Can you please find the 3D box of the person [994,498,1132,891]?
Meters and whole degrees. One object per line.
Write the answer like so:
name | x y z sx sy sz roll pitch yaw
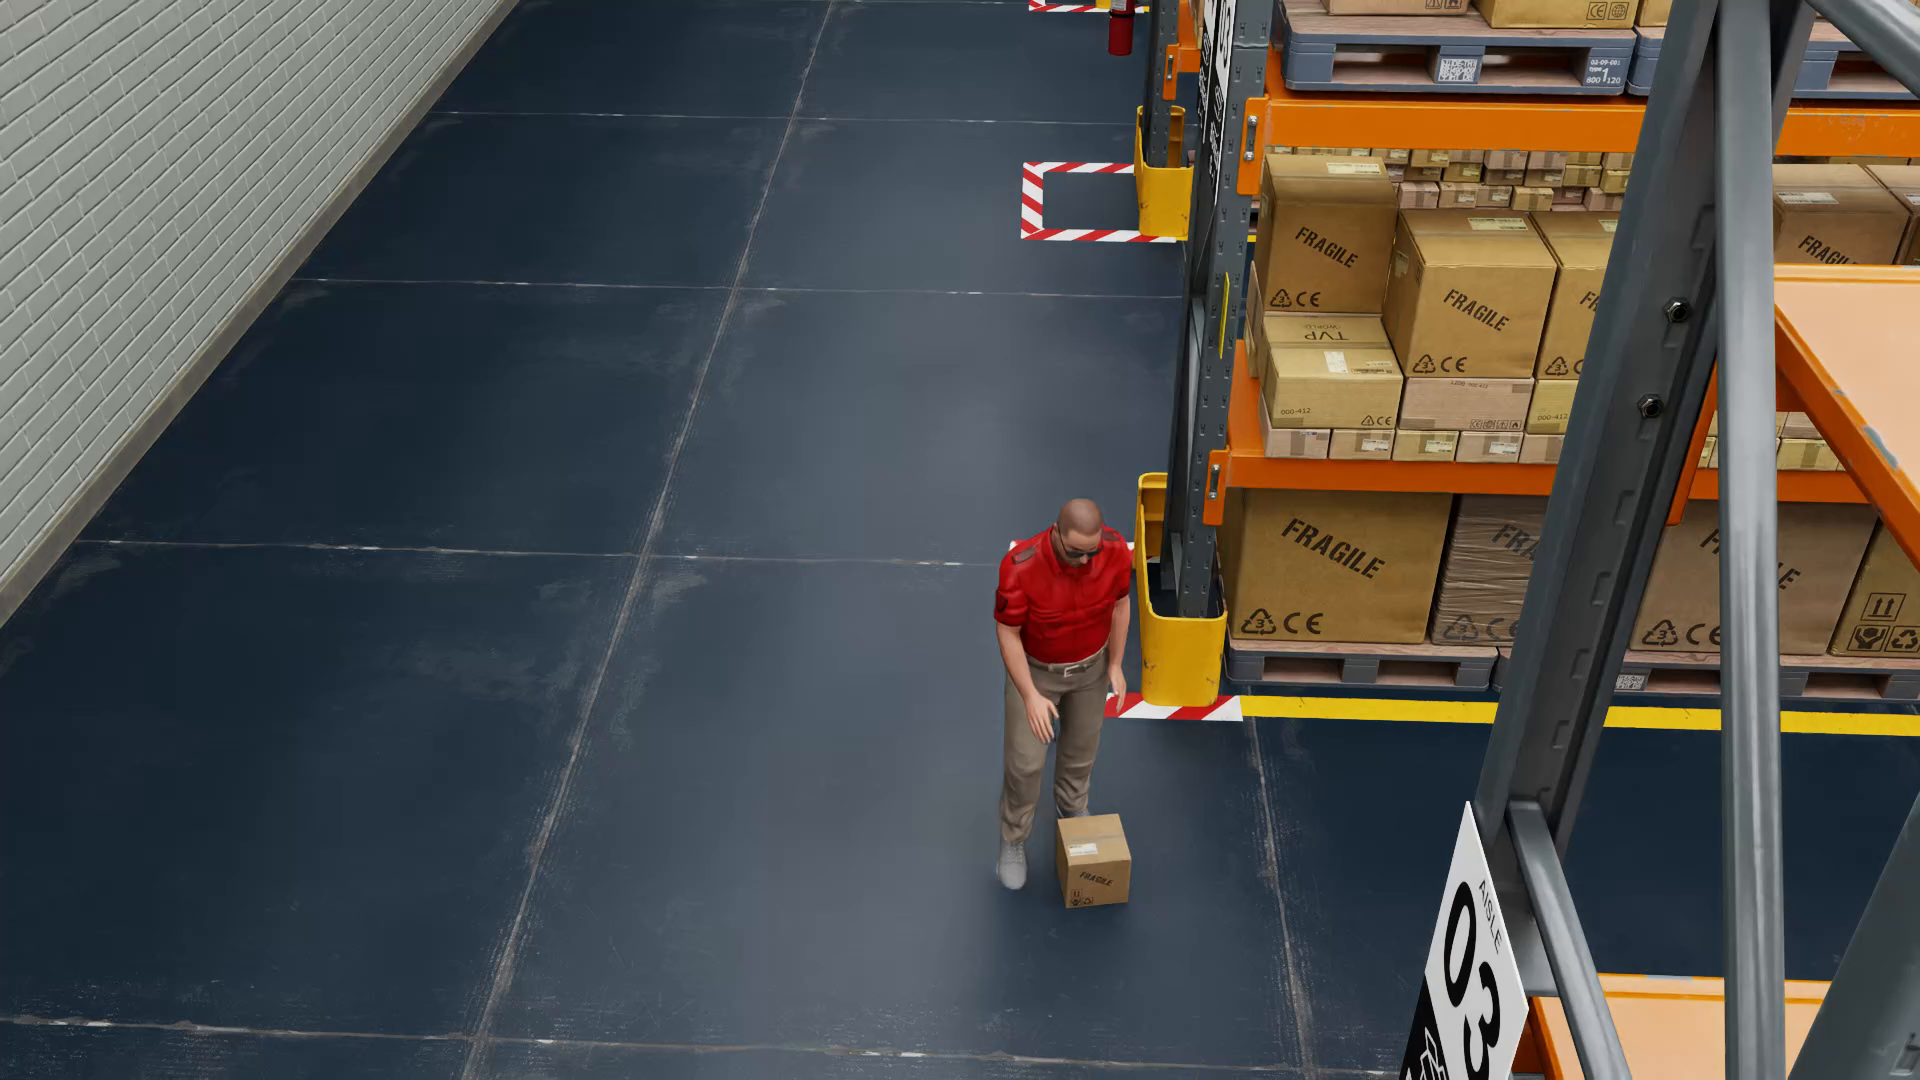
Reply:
person | 0.388 0.559 6.368 0.580 1.762 0.536 -12 37 -16
